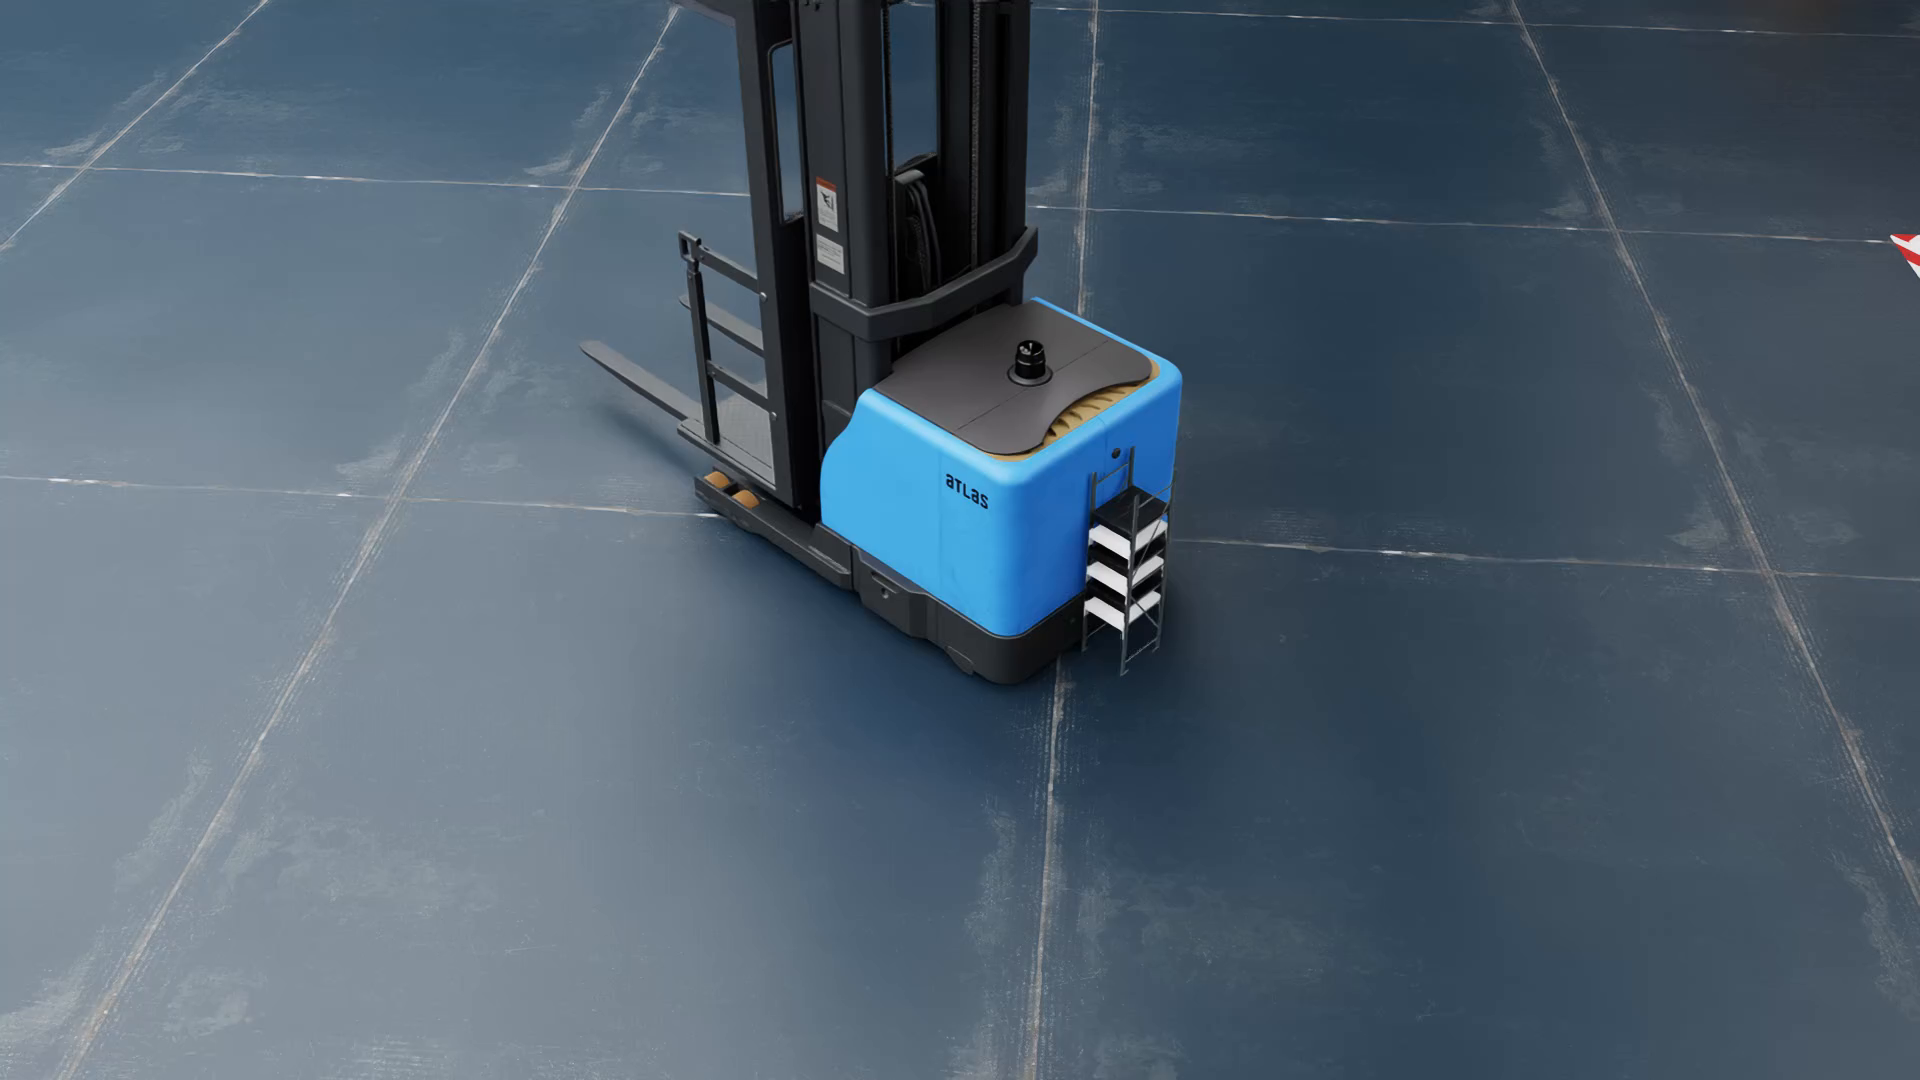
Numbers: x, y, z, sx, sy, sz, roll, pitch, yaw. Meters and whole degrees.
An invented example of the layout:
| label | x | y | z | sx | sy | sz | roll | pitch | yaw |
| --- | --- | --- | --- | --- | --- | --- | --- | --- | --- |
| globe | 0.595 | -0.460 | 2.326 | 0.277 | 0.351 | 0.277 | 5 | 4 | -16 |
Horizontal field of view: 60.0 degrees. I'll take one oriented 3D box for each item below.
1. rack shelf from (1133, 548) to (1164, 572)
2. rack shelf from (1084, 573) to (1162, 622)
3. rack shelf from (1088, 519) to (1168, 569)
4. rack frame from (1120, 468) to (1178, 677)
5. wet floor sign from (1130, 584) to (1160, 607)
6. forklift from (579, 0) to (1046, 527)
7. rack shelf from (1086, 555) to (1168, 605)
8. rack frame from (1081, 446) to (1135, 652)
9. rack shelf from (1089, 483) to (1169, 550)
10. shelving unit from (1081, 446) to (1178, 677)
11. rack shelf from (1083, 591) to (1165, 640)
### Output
| label | x | y | z | sx | sy | sz | roll | pitch | yaw |
| --- | --- | --- | --- | --- | --- | --- | --- | --- | --- |
| rack shelf | 0.646 | 0.038 | 6.377 | 0.184 | 0.015 | 0.199 | 32 | 49 | 33 |
| rack shelf | 0.646 | 0.189 | 6.500 | 0.200 | 0.077 | 0.258 | 32 | 49 | 33 |
| rack shelf | 0.646 | -0.020 | 6.330 | 0.200 | 0.077 | 0.258 | 32 | 49 | 33 |
| rack frame | 0.719 | 0.138 | 6.367 | 0.006 | 0.900 | 0.240 | 32 | 49 | 33 |
| wet floor sign | 2.605 | 3.678 | 2.220 | 8.451 | 0.644 | 8.610 | 16 | 42 | 19 |
| forklift | -0.567 | -1.395 | 6.692 | 2.937 | 2.867 | 1.118 | 32 | 49 | 33 |
| rack shelf | 0.646 | 0.119 | 6.444 | 0.200 | 0.077 | 0.258 | 32 | 49 | 33 |
| rack frame | 0.574 | 0.049 | 6.478 | 0.006 | 0.900 | 0.240 | 32 | 49 | 33 |
| rack shelf | 0.646 | -0.090 | 6.273 | 0.200 | 0.077 | 0.258 | 32 | 49 | 33 |
| shelving unit | 0.646 | 0.093 | 6.422 | 0.210 | 0.900 | 0.258 | 32 | 49 | 33 |
| rack shelf | 0.646 | 0.259 | 6.557 | 0.200 | 0.077 | 0.258 | 32 | 49 | 33 |
